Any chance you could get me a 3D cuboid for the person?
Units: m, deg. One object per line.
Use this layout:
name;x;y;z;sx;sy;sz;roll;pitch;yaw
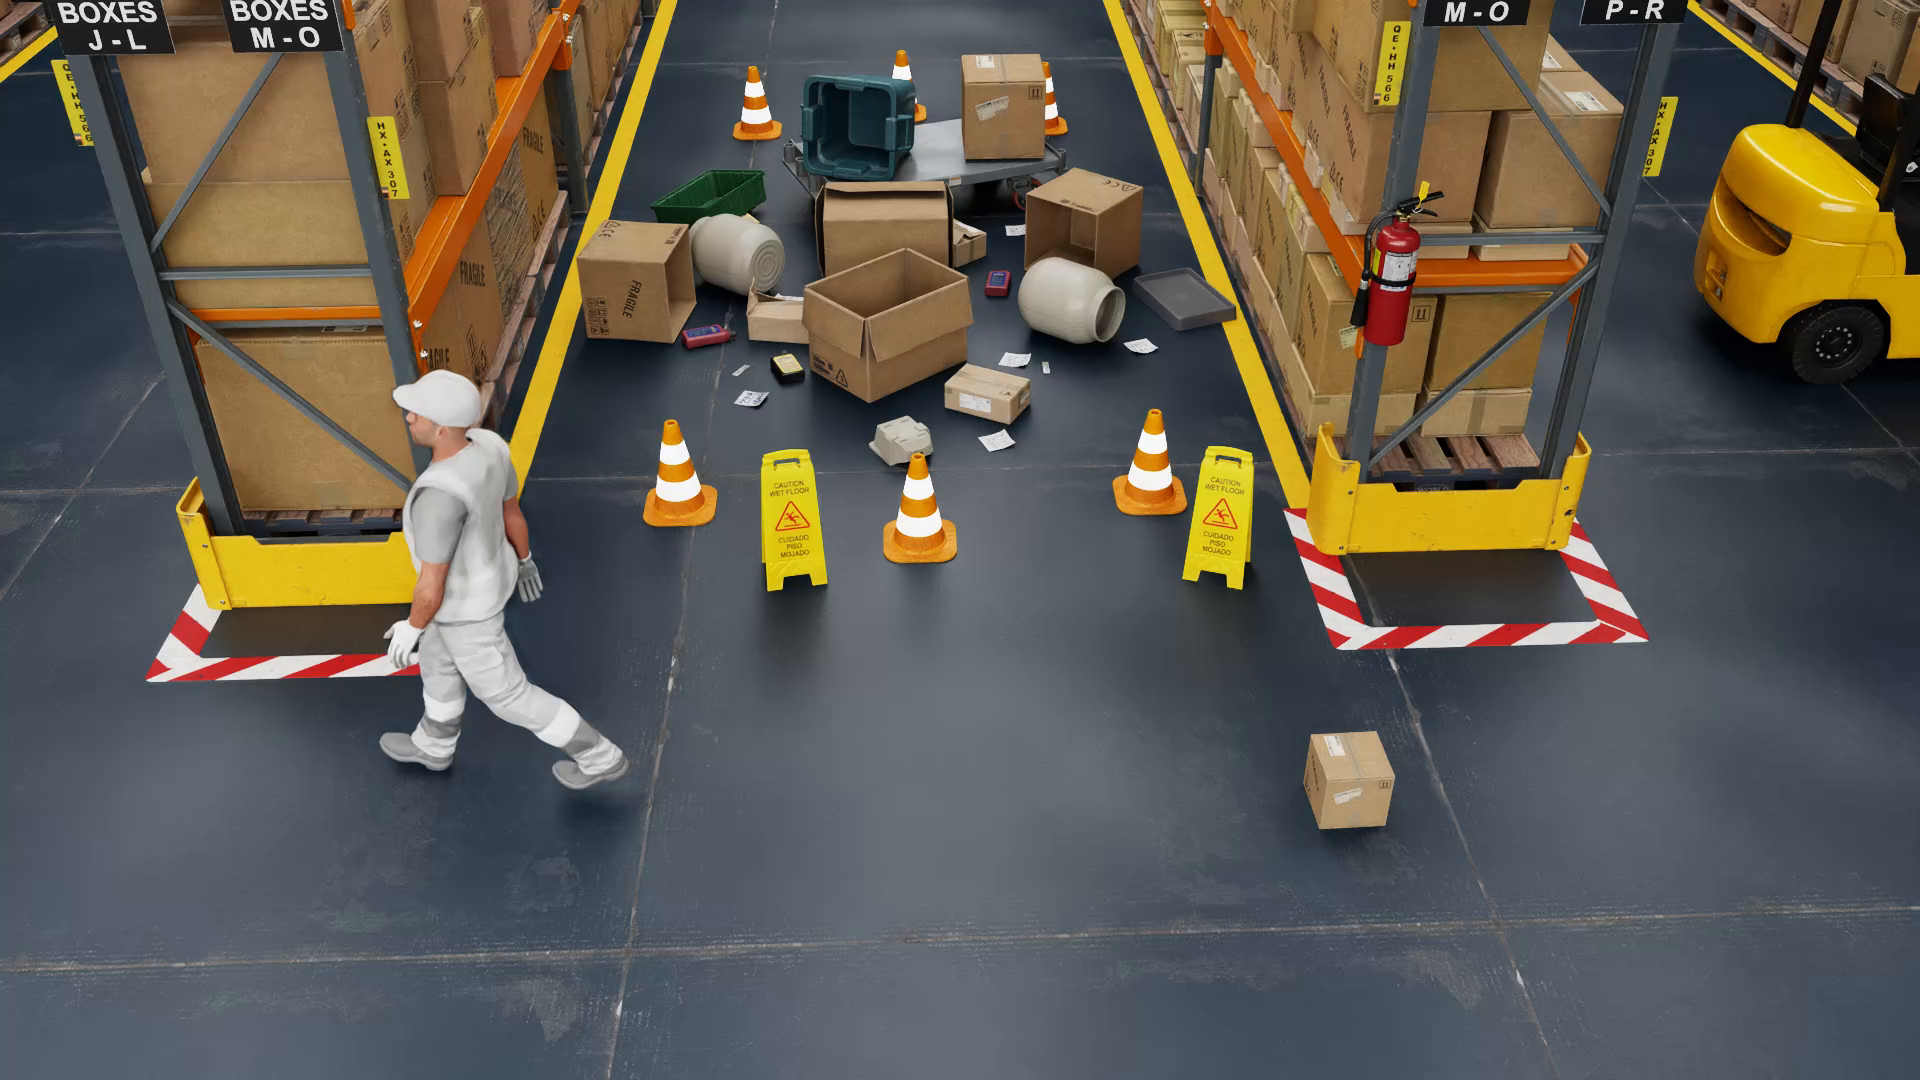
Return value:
person;-1.740;0.194;5.846;1.026;1.749;0.580;3;35;4
